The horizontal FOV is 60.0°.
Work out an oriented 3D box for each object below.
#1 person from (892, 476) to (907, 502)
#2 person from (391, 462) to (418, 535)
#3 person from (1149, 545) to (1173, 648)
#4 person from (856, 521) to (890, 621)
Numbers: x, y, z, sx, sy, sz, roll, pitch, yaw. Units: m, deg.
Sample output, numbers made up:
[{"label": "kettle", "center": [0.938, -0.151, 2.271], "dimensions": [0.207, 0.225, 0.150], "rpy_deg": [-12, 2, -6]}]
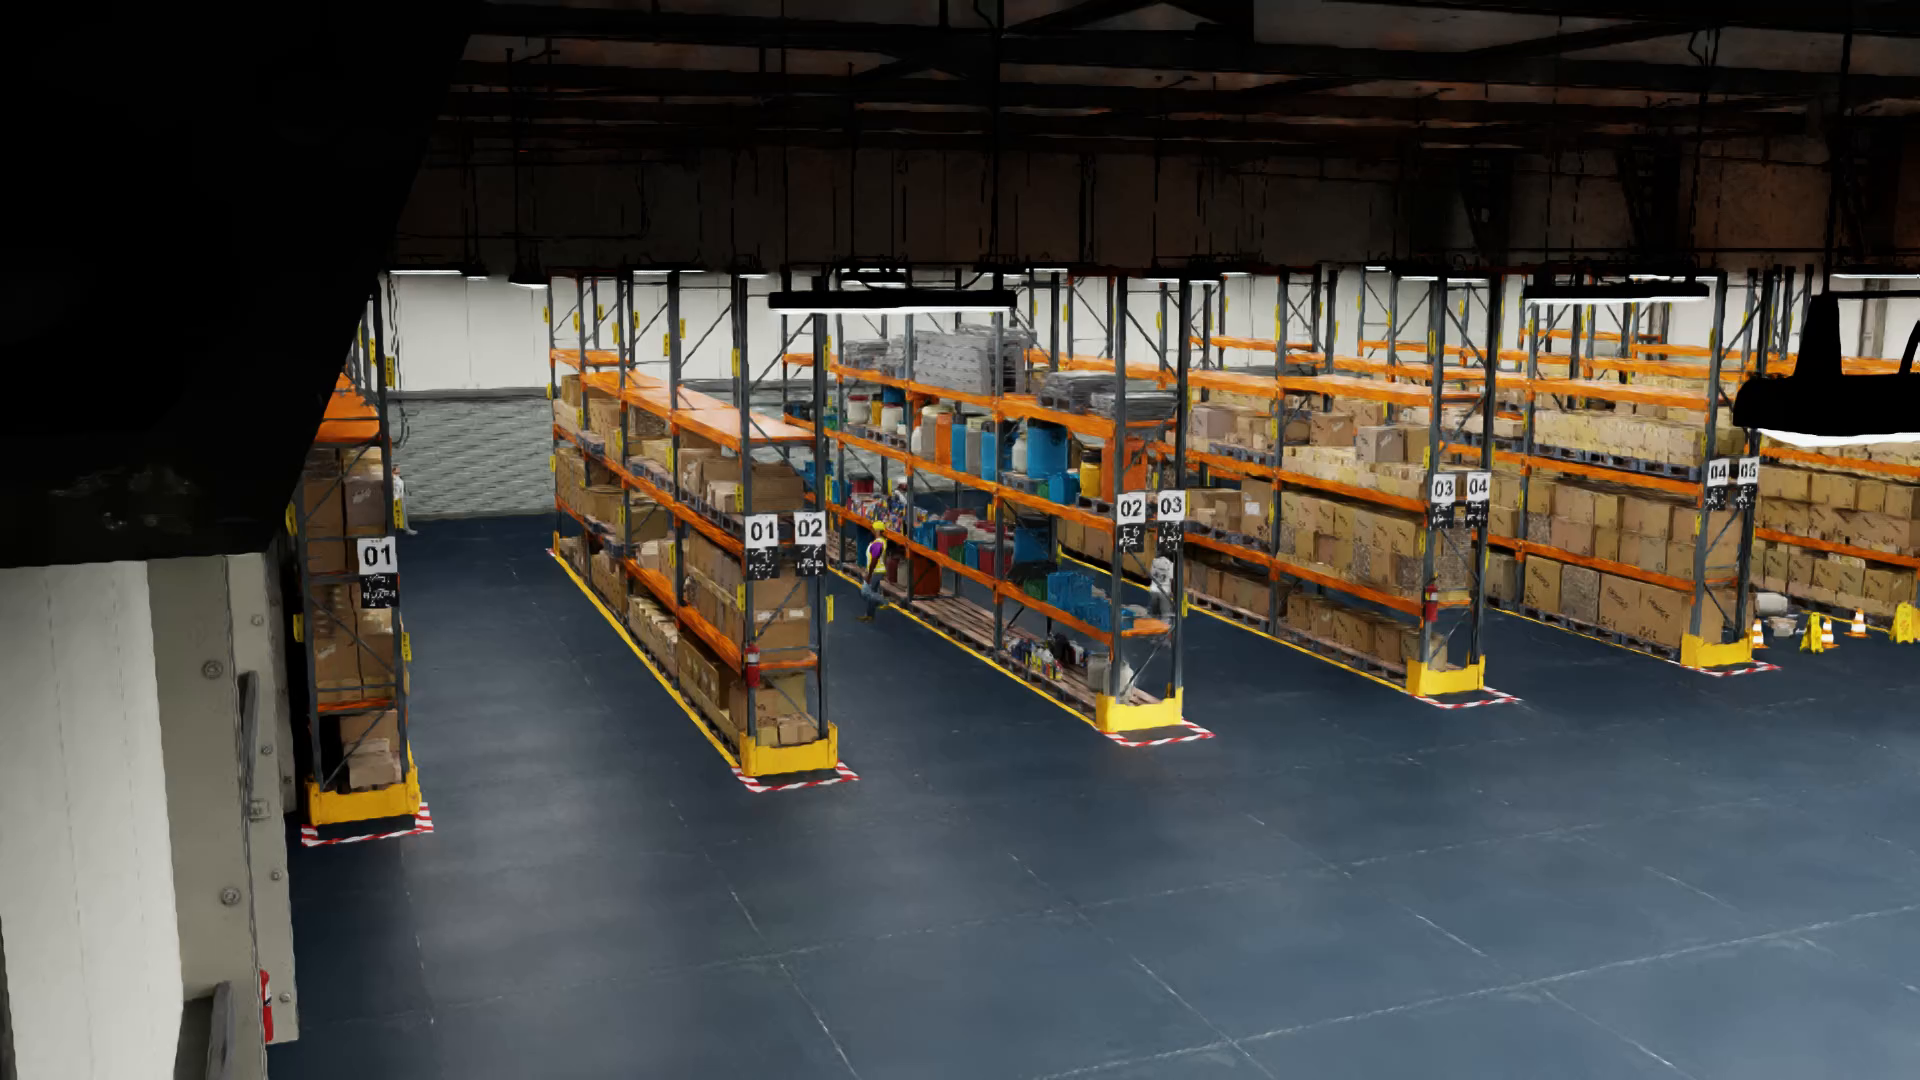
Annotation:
[{"label": "person", "center": [-1.240, -0.479, 34.375], "dimensions": [0.748, 1.723, 0.648], "rpy_deg": [8, 13, 39]}, {"label": "person", "center": [-12.518, -0.905, 36.978], "dimensions": [0.555, 1.658, 0.672], "rpy_deg": [3, 10, 17]}, {"label": "person", "center": [3.277, 0.869, 26.752], "dimensions": [0.553, 1.684, 0.438], "rpy_deg": [8, 13, 39]}, {"label": "person", "center": [-1.493, 0.539, 28.409], "dimensions": [0.592, 1.755, 0.690], "rpy_deg": [0, 10, -2]}]
